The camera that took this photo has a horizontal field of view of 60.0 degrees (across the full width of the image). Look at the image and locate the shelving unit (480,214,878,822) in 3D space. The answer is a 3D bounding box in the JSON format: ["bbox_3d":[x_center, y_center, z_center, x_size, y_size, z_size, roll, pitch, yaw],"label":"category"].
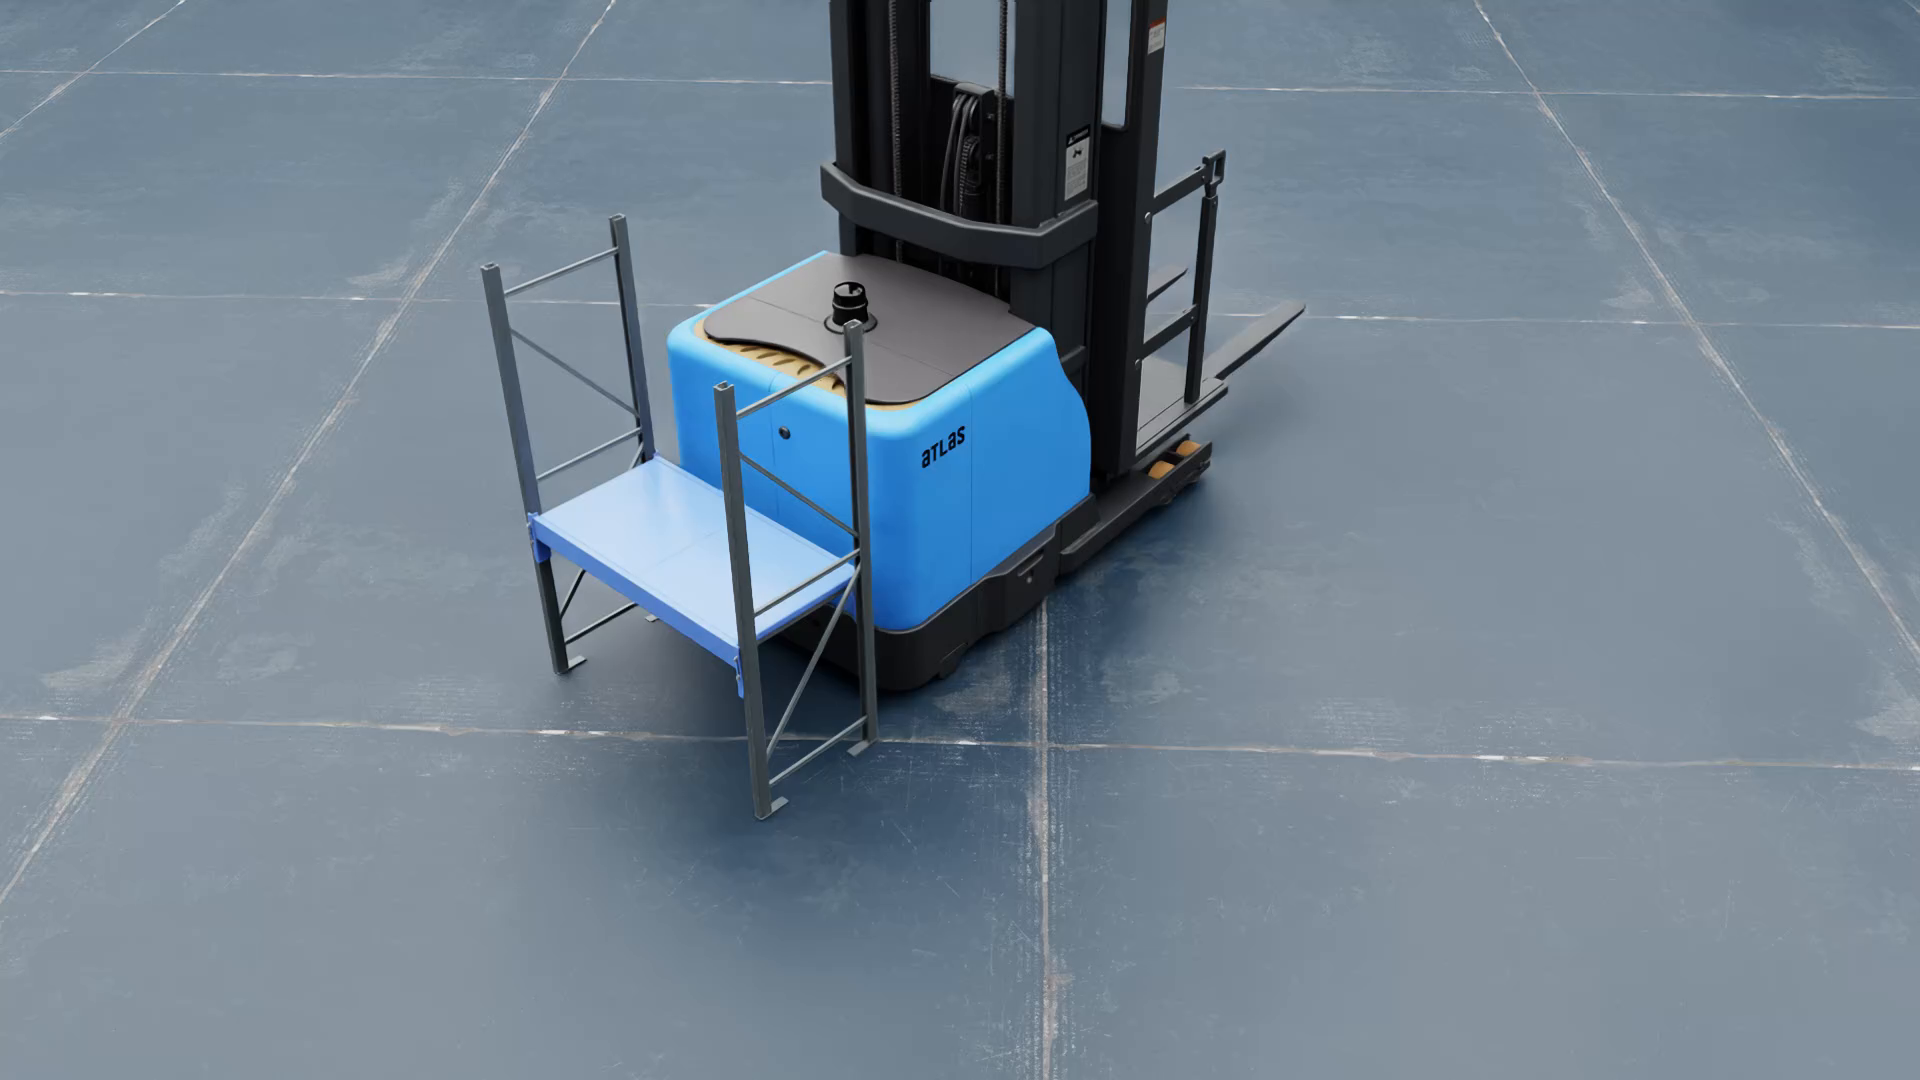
[{"bbox_3d":[-0.817,-0.070,5.045,1.048,1.500,0.538,28,44,34],"label":"shelving unit"}]

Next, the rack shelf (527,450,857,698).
[{"bbox_3d":[-0.817,0.077,5.148,1.000,0.185,0.538,28,44,34],"label":"rack shelf"}]

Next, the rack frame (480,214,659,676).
[{"bbox_3d":[-1.191,-0.268,5.326,0.032,1.500,0.500,28,44,34],"label":"rack frame"}]

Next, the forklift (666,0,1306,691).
[{"bbox_3d":[0.337,-1.494,5.827,1.130,2.935,3.031,24,42,30],"label":"forklift"}]

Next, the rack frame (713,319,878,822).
[{"bbox_3d":[-0.442,0.128,4.764,0.032,1.500,0.500,28,44,34],"label":"rack frame"}]
